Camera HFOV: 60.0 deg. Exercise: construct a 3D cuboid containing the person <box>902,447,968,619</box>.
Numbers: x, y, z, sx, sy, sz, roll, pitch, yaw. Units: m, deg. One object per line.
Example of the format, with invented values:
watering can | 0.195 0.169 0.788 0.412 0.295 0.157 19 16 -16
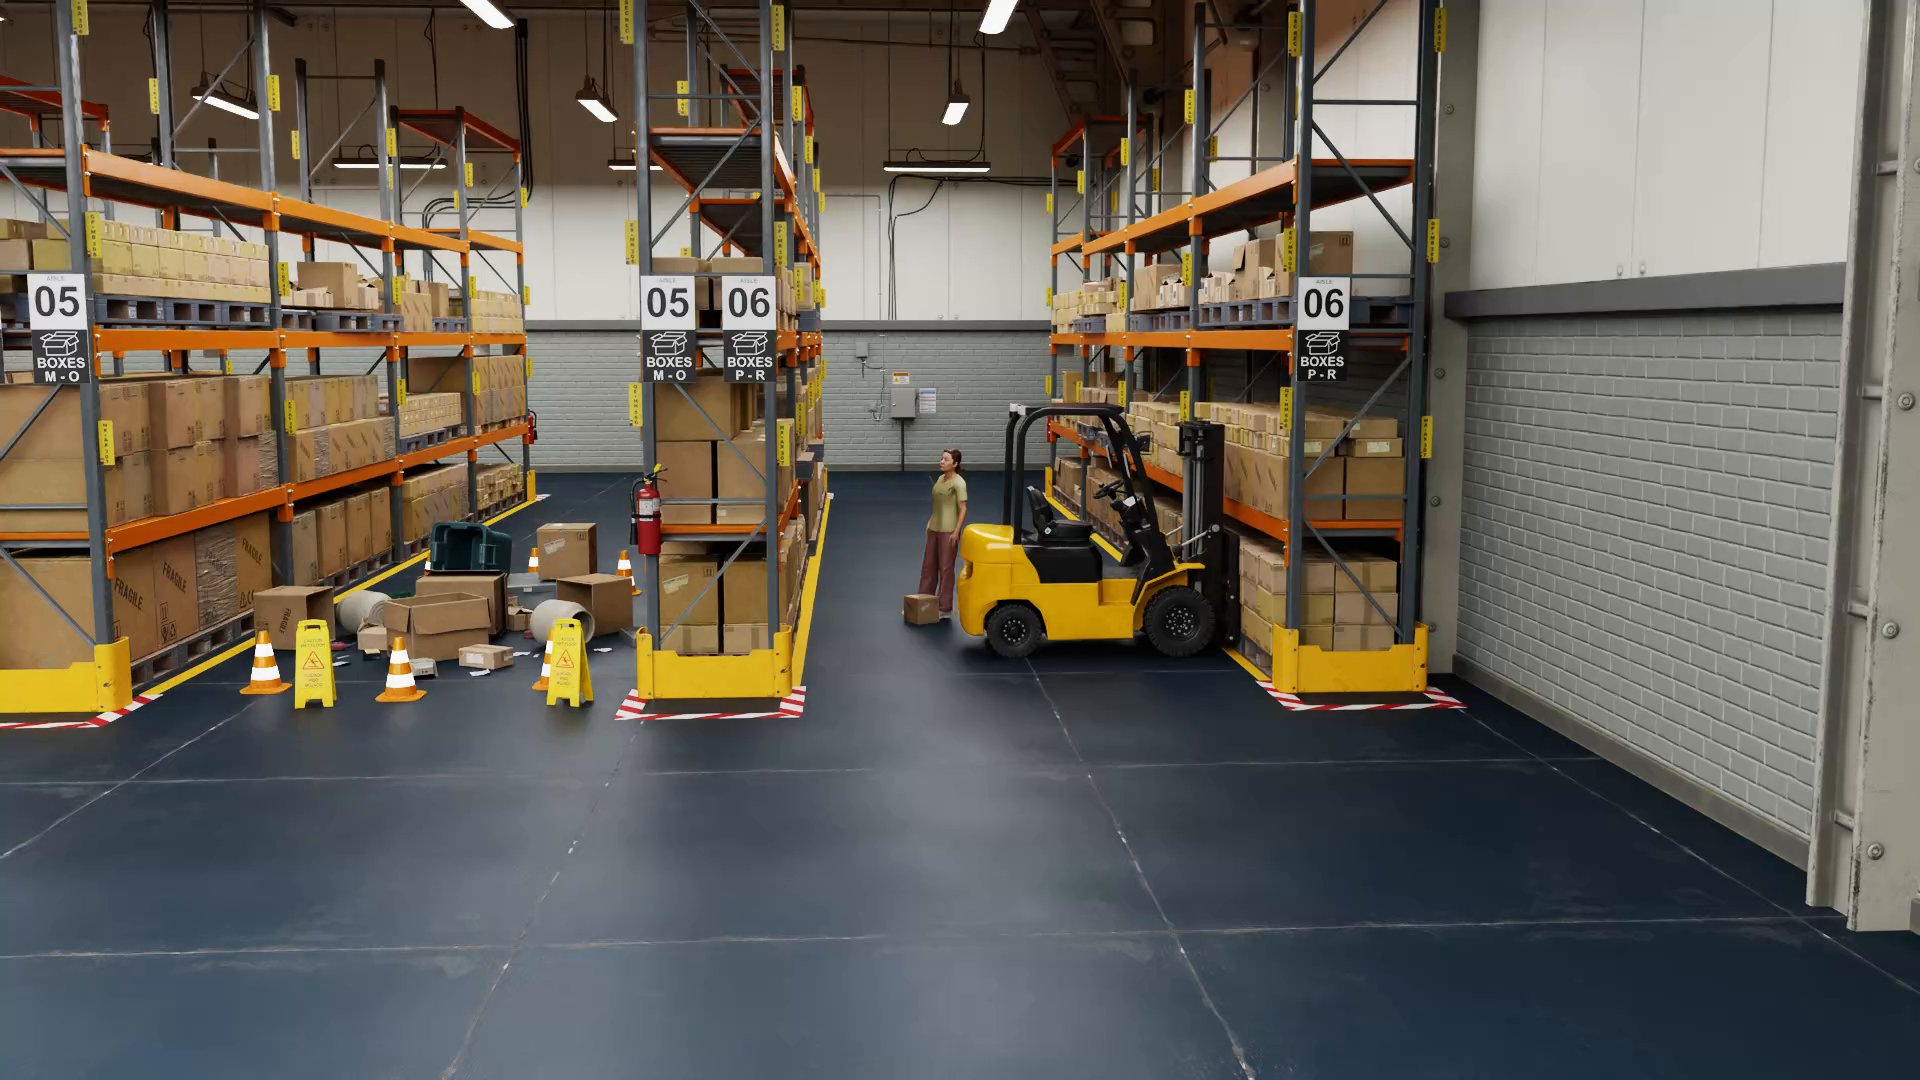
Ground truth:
person | -0.219 -0.058 16.198 0.533 1.665 0.553 -4 8 -33
